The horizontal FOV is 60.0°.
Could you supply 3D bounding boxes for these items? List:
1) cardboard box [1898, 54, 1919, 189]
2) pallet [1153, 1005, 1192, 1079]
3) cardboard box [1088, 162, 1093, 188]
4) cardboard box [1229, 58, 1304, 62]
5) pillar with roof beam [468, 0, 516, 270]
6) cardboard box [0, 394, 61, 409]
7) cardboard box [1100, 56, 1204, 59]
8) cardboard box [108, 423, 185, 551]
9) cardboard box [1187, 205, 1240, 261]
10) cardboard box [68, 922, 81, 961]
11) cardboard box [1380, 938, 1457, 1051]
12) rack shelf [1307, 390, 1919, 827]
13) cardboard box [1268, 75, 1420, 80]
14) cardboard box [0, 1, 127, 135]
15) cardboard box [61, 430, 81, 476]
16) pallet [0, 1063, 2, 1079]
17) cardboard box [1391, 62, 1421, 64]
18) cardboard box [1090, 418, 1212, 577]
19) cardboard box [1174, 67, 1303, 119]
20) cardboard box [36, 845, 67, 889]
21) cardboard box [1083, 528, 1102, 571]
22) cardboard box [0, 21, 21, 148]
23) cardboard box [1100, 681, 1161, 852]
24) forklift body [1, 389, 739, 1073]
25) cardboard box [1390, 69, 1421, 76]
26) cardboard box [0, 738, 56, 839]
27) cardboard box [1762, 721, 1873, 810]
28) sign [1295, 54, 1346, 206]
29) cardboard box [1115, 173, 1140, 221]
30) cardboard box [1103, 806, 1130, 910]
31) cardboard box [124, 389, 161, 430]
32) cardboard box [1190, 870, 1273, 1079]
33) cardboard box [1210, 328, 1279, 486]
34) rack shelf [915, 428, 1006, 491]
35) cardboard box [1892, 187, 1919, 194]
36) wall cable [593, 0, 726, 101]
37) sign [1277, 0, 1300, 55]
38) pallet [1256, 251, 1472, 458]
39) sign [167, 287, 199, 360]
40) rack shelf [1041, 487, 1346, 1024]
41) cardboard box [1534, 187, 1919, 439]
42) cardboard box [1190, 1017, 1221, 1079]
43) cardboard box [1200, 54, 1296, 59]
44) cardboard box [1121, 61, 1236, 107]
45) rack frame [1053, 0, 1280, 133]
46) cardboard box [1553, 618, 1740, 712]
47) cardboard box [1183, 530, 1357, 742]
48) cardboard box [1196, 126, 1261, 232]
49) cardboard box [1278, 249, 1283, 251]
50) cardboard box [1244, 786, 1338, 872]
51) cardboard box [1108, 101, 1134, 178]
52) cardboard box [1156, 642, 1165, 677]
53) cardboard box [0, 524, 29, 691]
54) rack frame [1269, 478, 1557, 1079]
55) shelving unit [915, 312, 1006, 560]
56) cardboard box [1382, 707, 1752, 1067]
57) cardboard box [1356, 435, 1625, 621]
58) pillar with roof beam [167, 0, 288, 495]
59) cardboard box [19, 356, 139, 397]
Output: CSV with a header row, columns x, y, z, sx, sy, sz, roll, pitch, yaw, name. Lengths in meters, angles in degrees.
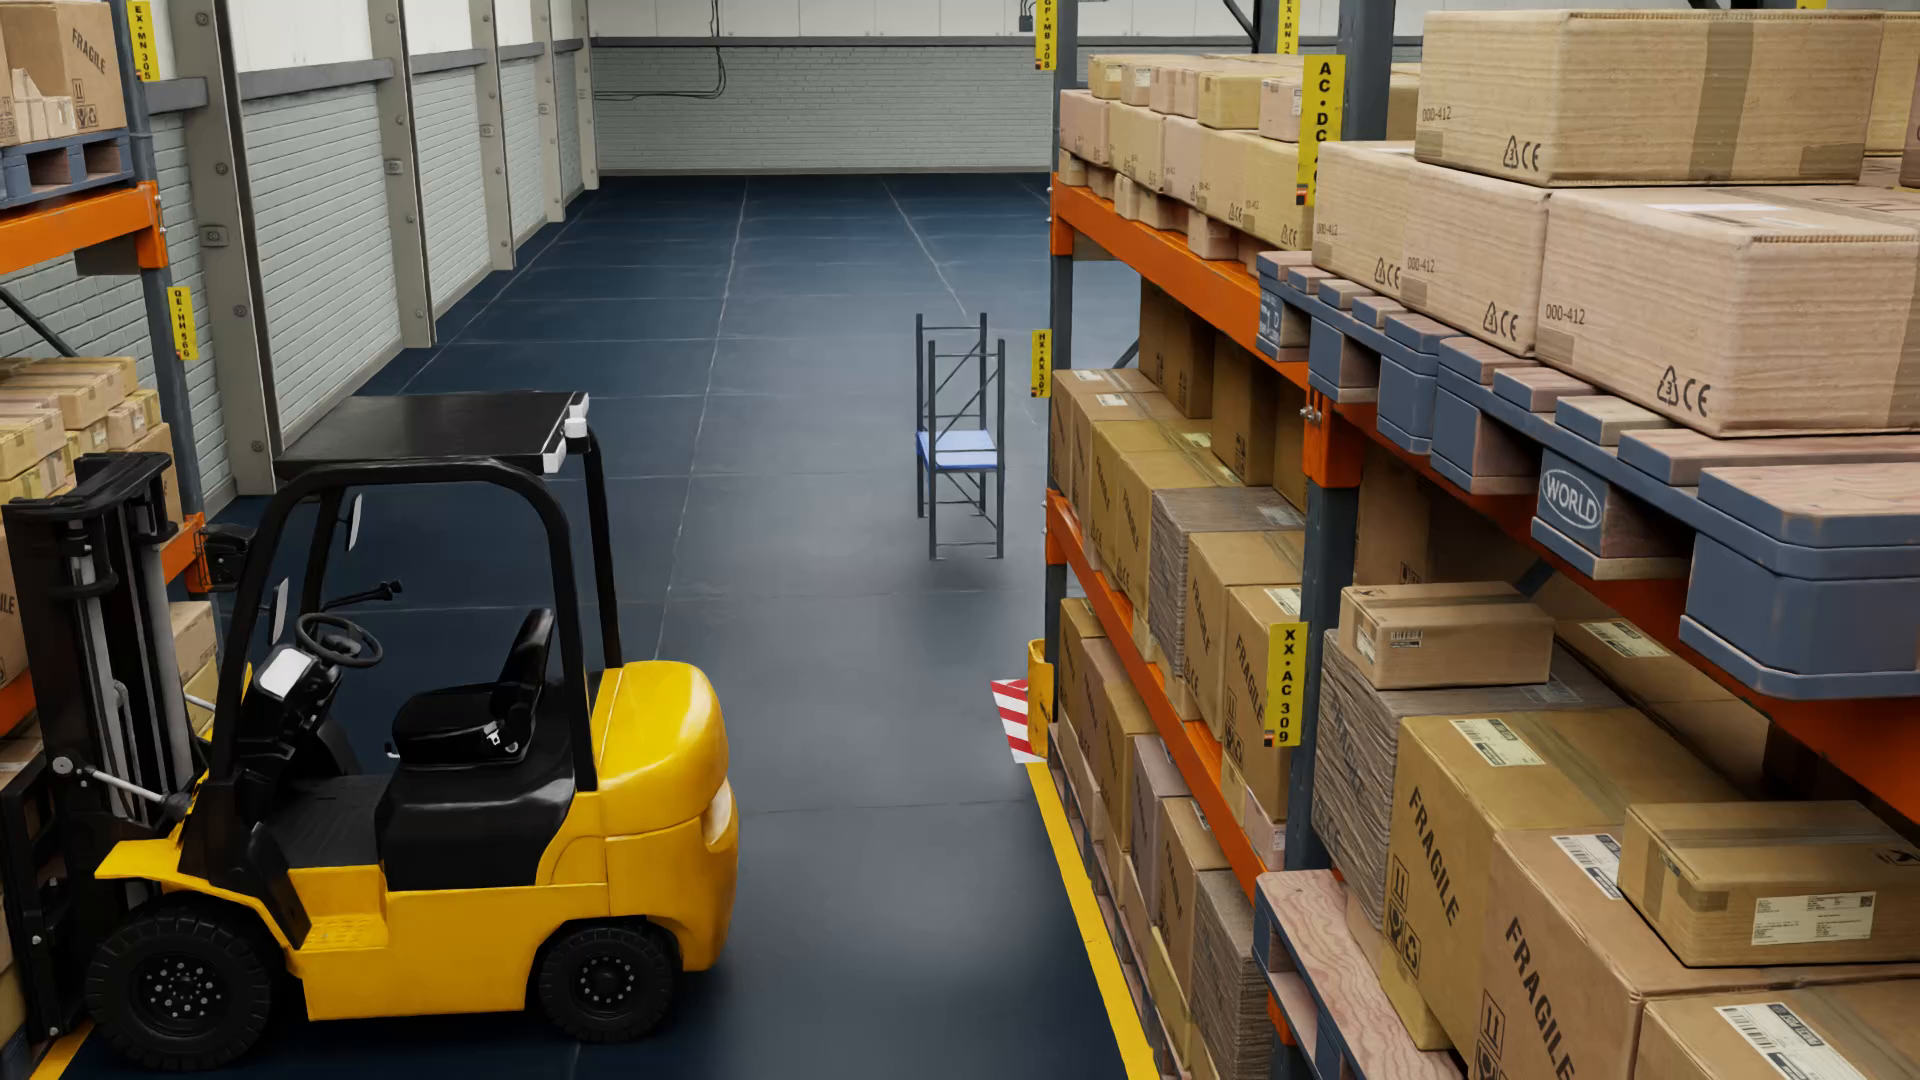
x,y,z,sx,sy,sz,roll,pitch,yaw,name
1.656,-0.576,2.210,0.500,0.250,0.500,-1,17,-5,cardboard box
1.237,1.882,5.329,1.003,0.211,1.213,-2,18,-6,pallet
0.757,-1.568,7.075,0.380,0.149,0.250,-2,18,-7,cardboard box
1.266,-1.810,6.516,0.380,0.149,0.250,-2,18,-5,cardboard box
-2.407,-8.409,23.439,9.100,9.000,0.400,-2,18,-6,pillar with roof beam
-3.699,-0.459,6.386,0.380,0.149,0.250,-2,18,-5,cardboard box
0.769,-1.870,6.705,0.380,0.149,0.250,-2,18,-6,cardboard box
-3.696,-0.196,7.126,0.500,0.500,0.500,-2,18,-7,cardboard box
0.914,-0.952,5.114,0.380,0.149,0.250,-1,17,-4,cardboard box
-3.484,1.407,6.077,0.500,0.250,0.500,-1,17,-4,cardboard box
1.102,0.919,3.459,0.380,0.149,0.250,-1,17,-5,cardboard box
1.548,0.259,2.038,1.077,0.370,4.000,-2,18,-6,rack shelf
1.051,-1.184,4.521,0.380,0.149,0.250,-1,17,-4,cardboard box
-3.719,-1.889,6.644,0.500,0.500,0.500,-1,17,-4,cardboard box
-3.657,-0.320,6.440,0.380,0.149,0.250,-2,18,-6,cardboard box
-3.635,1.997,4.962,1.003,0.211,1.213,-2,18,-6,pallet
1.450,-1.585,5.799,0.380,0.149,0.250,-1,17,-4,cardboard box
0.813,-0.175,6.563,0.500,0.500,0.500,-2,18,-7,cardboard box
0.891,-1.413,5.251,0.380,0.149,0.250,-2,17,-5,cardboard box
-3.483,1.174,5.985,0.500,0.250,0.500,-2,18,-6,cardboard box
0.726,0.020,7.025,0.380,0.149,0.250,-2,17,-5,cardboard box
-3.713,-1.581,5.662,0.700,0.500,0.500,-2,18,-5,cardboard box
0.842,0.874,6.523,0.500,0.500,0.500,-1,17,-5,cardboard box
-1.997,0.627,6.089,2.313,2.155,1.214,-2,18,-6,forklift body
1.484,-1.352,5.056,0.380,0.149,0.250,-2,18,-7,cardboard box
-3.485,0.929,5.931,0.500,0.250,0.500,-2,18,-7,cardboard box
1.698,0.387,2.990,0.380,0.149,0.250,-2,18,-7,cardboard box
0.803,-0.908,3.690,0.100,0.325,0.005,-2,18,-6,sign
0.778,-1.259,6.090,0.380,0.149,0.250,-2,17,-5,cardboard box
0.851,1.234,6.628,0.500,0.250,0.500,-1,17,-2,cardboard box
-3.693,-0.549,7.168,0.380,0.149,0.250,-2,17,-5,cardboard box
1.014,1.337,5.050,0.500,0.500,0.500,-2,18,-6,cardboard box
1.312,-0.509,5.959,0.700,0.500,0.500,-2,18,-6,cardboard box
-0.009,-0.569,11.587,0.538,0.185,1.000,-2,18,-6,rack shelf
1.645,-0.337,2.283,0.500,0.250,0.500,-2,17,-5,cardboard box
-6.915,-11.289,37.795,3.097,2.526,0.112,-2,18,-6,wall cable
1.483,-2.306,7.528,0.100,0.325,0.005,-2,18,-6,sign
1.300,-0.404,3.260,1.213,0.211,1.003,-2,18,-6,pallet
-3.466,-0.965,7.413,0.100,0.325,0.005,-2,18,-6,sign
1.136,0.498,6.284,1.077,0.370,4.000,-2,18,-6,rack shelf
1.131,-0.322,2.237,0.500,0.250,0.500,-2,18,-6,cardboard box
1.014,1.694,5.161,0.500,0.250,0.500,-1,17,-3,cardboard box
1.258,-2.041,7.251,0.380,0.149,0.250,-2,18,-5,cardboard box
0.788,-1.641,5.977,0.380,0.149,0.250,-1,17,-4,cardboard box
0.929,-3.303,7.175,1.000,3.000,0.127,-2,18,-6,rack frame
1.618,0.491,3.740,0.500,0.500,0.500,-2,18,-7,cardboard box
0.989,0.283,5.103,0.500,0.500,0.500,-1,17,-4,cardboard box
0.976,-1.024,4.678,0.500,0.250,0.500,-2,18,-7,cardboard box
1.005,-0.645,4.136,0.380,0.149,0.250,-2,18,-5,cardboard box
1.006,0.784,4.591,0.380,0.149,0.250,-2,18,-6,cardboard box
0.836,-1.481,6.132,0.500,0.250,0.500,-1,17,-4,cardboard box
0.901,0.405,5.800,0.380,0.149,0.250,-2,18,-7,cardboard box
-3.535,0.261,5.670,0.500,0.500,0.500,-2,18,-5,cardboard box
1.342,0.751,4.278,1.000,3.000,0.127,-2,18,-6,rack frame
-0.009,-0.741,11.533,0.538,1.500,1.048,-2,18,-6,shelving unit
1.157,0.659,3.207,0.500,0.500,0.500,-2,18,-5,cardboard box
1.512,-0.054,4.507,0.700,0.500,0.500,-2,18,-6,cardboard box
-1.169,-4.834,12.051,9.100,9.000,0.400,-2,18,-6,pillar with roof beam
-3.761,-0.685,7.106,0.380,0.149,0.250,-2,18,-5,cardboard box
